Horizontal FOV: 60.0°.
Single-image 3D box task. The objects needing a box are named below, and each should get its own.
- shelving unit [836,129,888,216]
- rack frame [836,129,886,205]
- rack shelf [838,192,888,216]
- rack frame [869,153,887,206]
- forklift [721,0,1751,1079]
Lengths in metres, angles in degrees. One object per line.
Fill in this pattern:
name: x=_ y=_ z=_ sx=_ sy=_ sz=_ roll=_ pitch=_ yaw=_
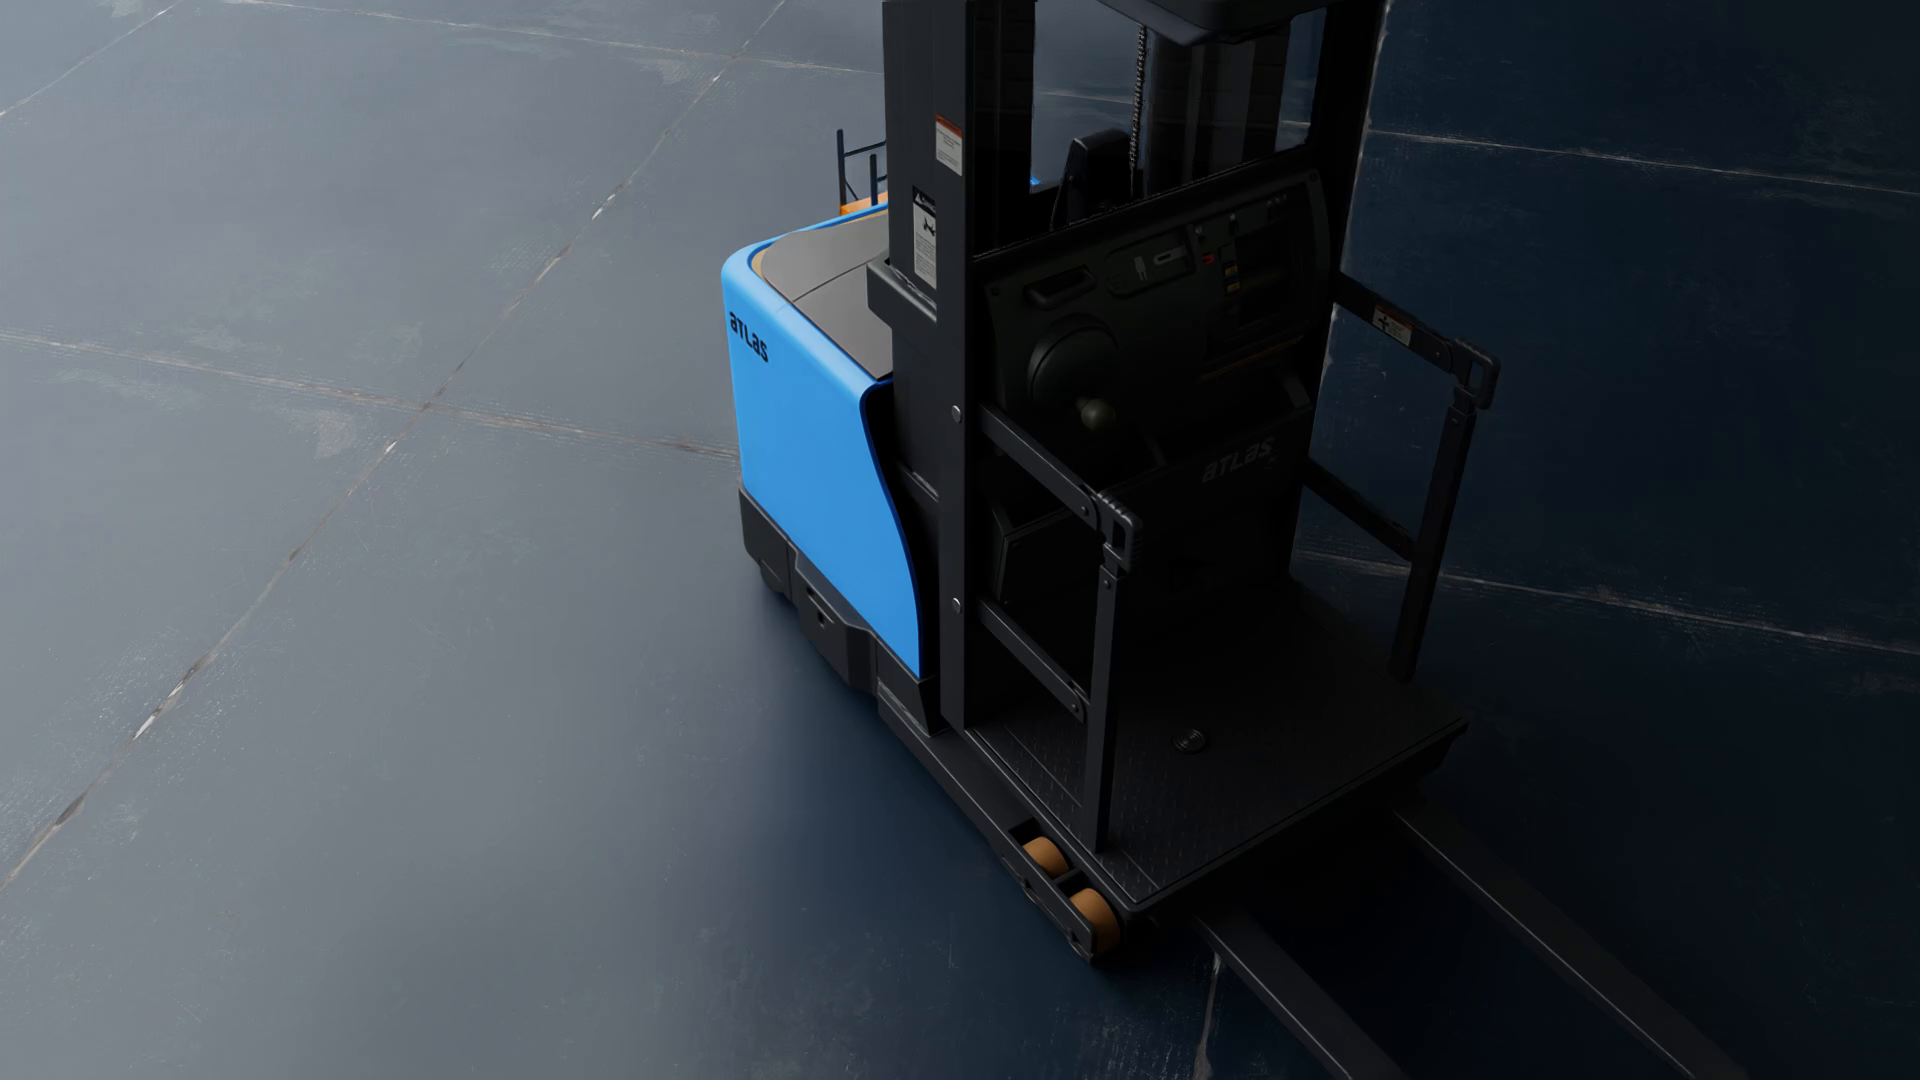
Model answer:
shelving unit: x=-0.205 y=-0.713 z=5.166 sx=0.258 sy=1.200 sz=0.189 roll=-23 pitch=45 yaw=-25
rack frame: x=-0.256 y=-0.762 z=5.224 sx=0.240 sy=1.200 sz=0.006 roll=-23 pitch=45 yaw=-25
rack shelf: x=-0.205 y=-0.955 z=4.963 sx=0.258 sy=0.103 sz=0.180 roll=-23 pitch=45 yaw=-25
rack frame: x=-0.155 y=-0.664 z=5.108 sx=0.240 sy=1.200 sz=0.006 roll=-23 pitch=45 yaw=-25
forklift: x=0.571 y=-0.462 z=3.522 sx=1.130 sy=2.935 sz=3.031 roll=-23 pitch=45 yaw=-25
